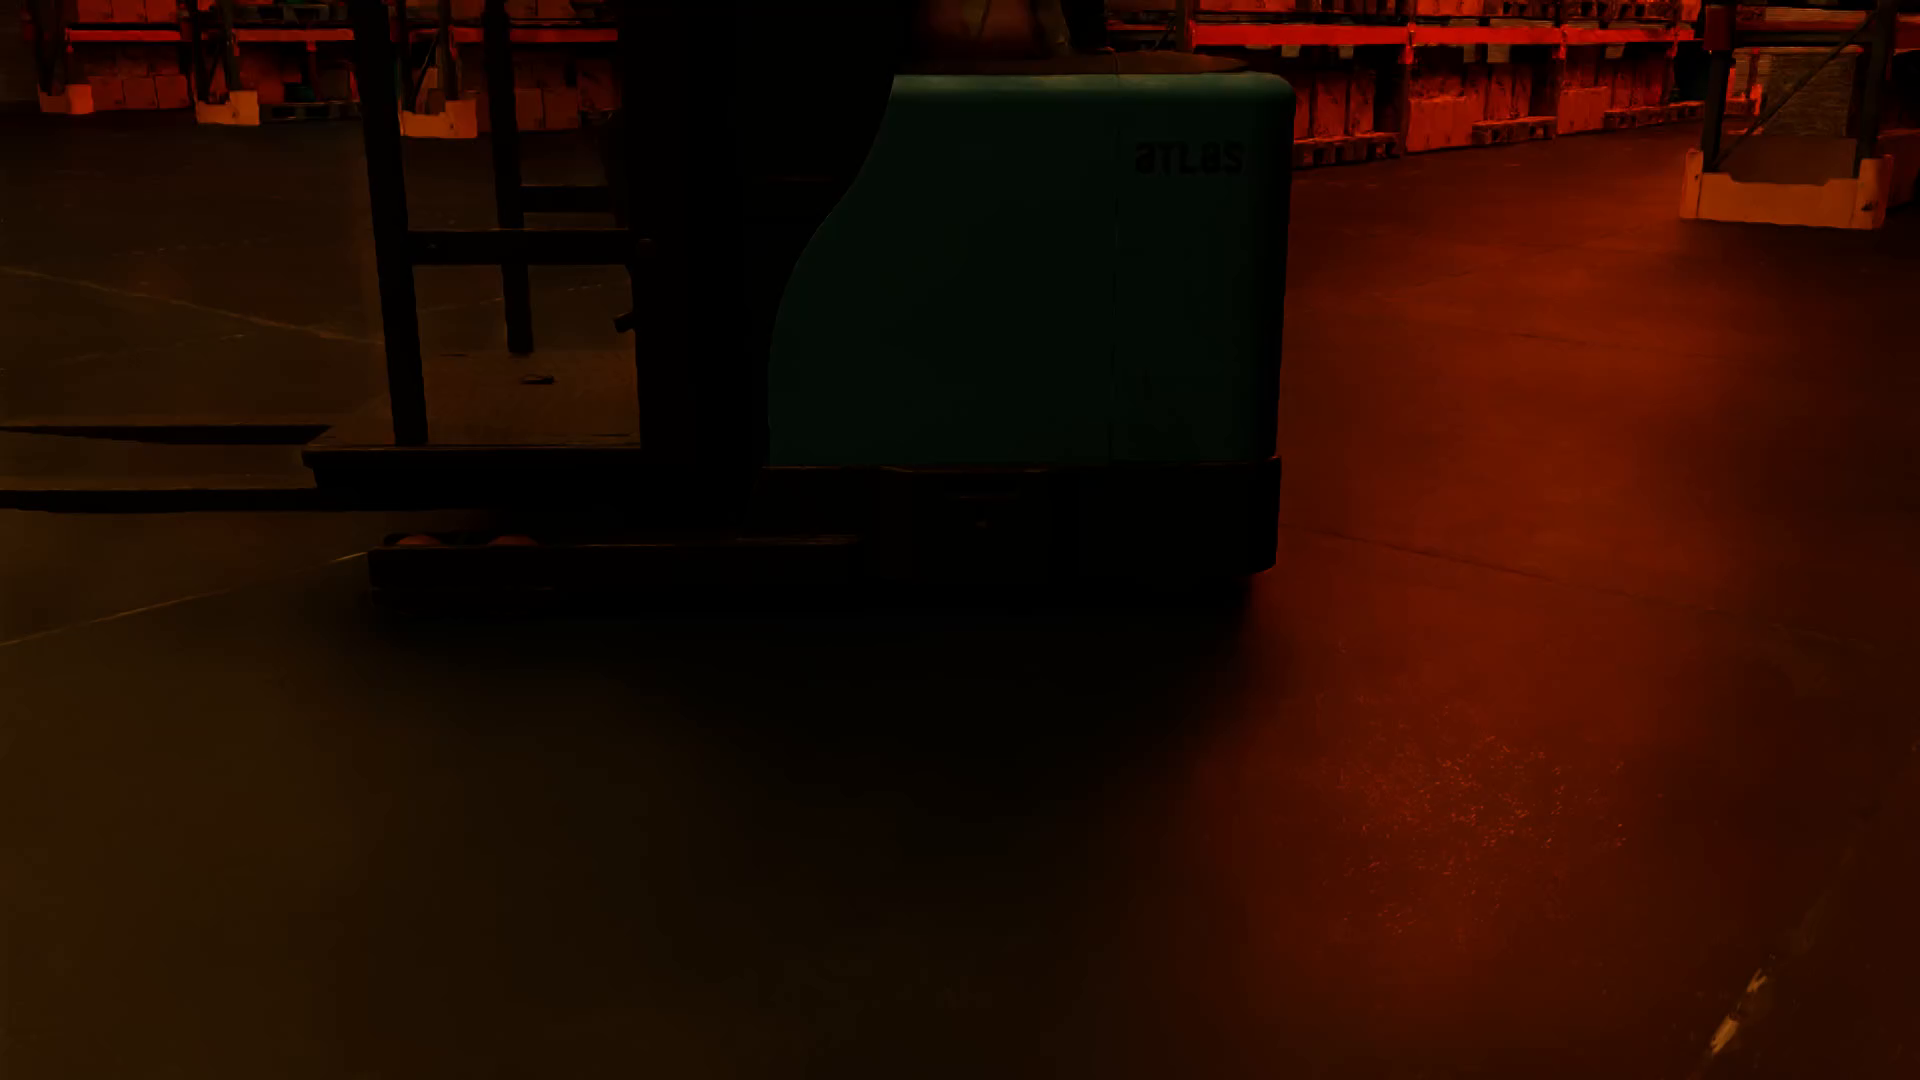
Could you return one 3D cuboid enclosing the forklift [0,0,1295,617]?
[{"bbox_3d":[-0.854,-1.400,3.510,3.031,2.935,1.130,0,17,-2],"label":"forklift"}]

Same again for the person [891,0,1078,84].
[{"bbox_3d":[0.018,-0.718,3.618,0.537,1.550,0.528,-4,17,-11],"label":"person"}]
